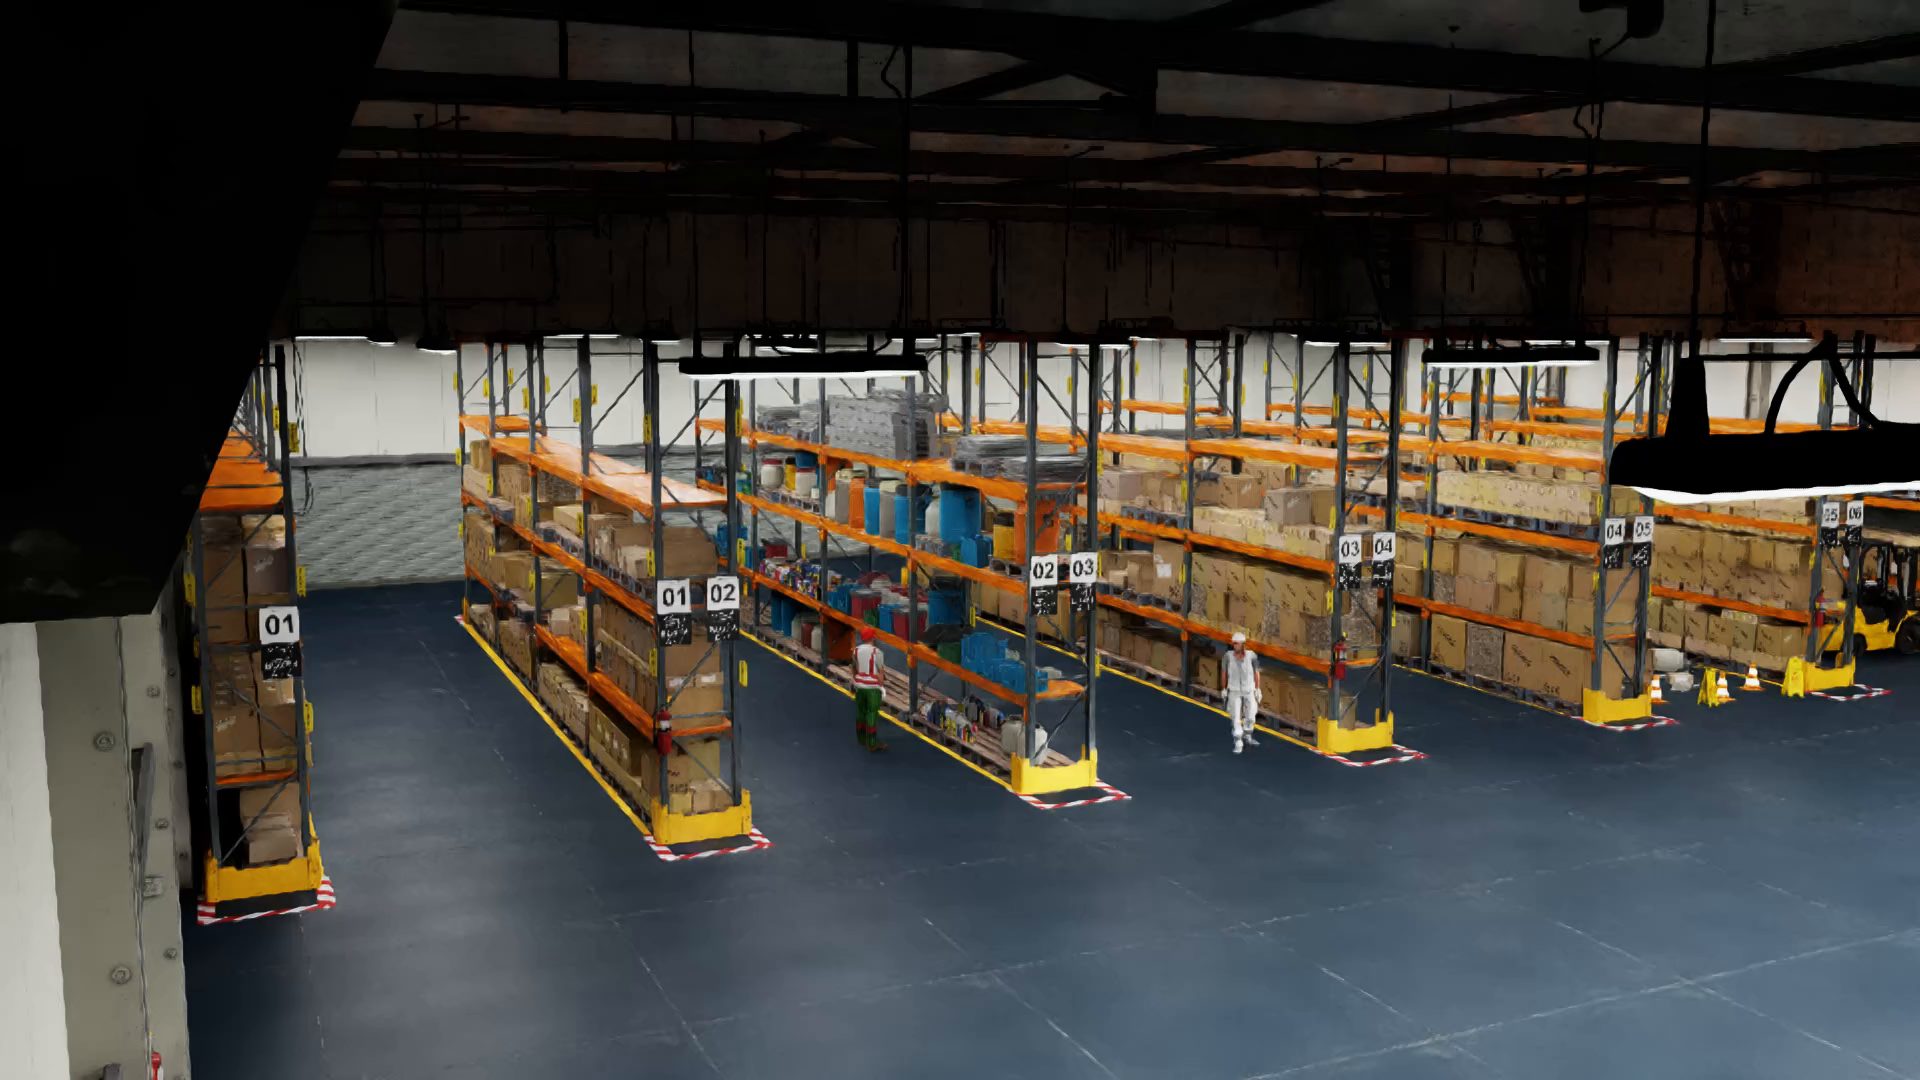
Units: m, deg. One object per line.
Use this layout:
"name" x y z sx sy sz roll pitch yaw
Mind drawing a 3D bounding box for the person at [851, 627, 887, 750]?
"person" -1.320 2.147 24.388 0.600 1.787 0.442 5 9 34

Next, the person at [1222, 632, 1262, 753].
"person" 4.112 2.194 24.269 0.584 1.775 0.580 1 8 11
